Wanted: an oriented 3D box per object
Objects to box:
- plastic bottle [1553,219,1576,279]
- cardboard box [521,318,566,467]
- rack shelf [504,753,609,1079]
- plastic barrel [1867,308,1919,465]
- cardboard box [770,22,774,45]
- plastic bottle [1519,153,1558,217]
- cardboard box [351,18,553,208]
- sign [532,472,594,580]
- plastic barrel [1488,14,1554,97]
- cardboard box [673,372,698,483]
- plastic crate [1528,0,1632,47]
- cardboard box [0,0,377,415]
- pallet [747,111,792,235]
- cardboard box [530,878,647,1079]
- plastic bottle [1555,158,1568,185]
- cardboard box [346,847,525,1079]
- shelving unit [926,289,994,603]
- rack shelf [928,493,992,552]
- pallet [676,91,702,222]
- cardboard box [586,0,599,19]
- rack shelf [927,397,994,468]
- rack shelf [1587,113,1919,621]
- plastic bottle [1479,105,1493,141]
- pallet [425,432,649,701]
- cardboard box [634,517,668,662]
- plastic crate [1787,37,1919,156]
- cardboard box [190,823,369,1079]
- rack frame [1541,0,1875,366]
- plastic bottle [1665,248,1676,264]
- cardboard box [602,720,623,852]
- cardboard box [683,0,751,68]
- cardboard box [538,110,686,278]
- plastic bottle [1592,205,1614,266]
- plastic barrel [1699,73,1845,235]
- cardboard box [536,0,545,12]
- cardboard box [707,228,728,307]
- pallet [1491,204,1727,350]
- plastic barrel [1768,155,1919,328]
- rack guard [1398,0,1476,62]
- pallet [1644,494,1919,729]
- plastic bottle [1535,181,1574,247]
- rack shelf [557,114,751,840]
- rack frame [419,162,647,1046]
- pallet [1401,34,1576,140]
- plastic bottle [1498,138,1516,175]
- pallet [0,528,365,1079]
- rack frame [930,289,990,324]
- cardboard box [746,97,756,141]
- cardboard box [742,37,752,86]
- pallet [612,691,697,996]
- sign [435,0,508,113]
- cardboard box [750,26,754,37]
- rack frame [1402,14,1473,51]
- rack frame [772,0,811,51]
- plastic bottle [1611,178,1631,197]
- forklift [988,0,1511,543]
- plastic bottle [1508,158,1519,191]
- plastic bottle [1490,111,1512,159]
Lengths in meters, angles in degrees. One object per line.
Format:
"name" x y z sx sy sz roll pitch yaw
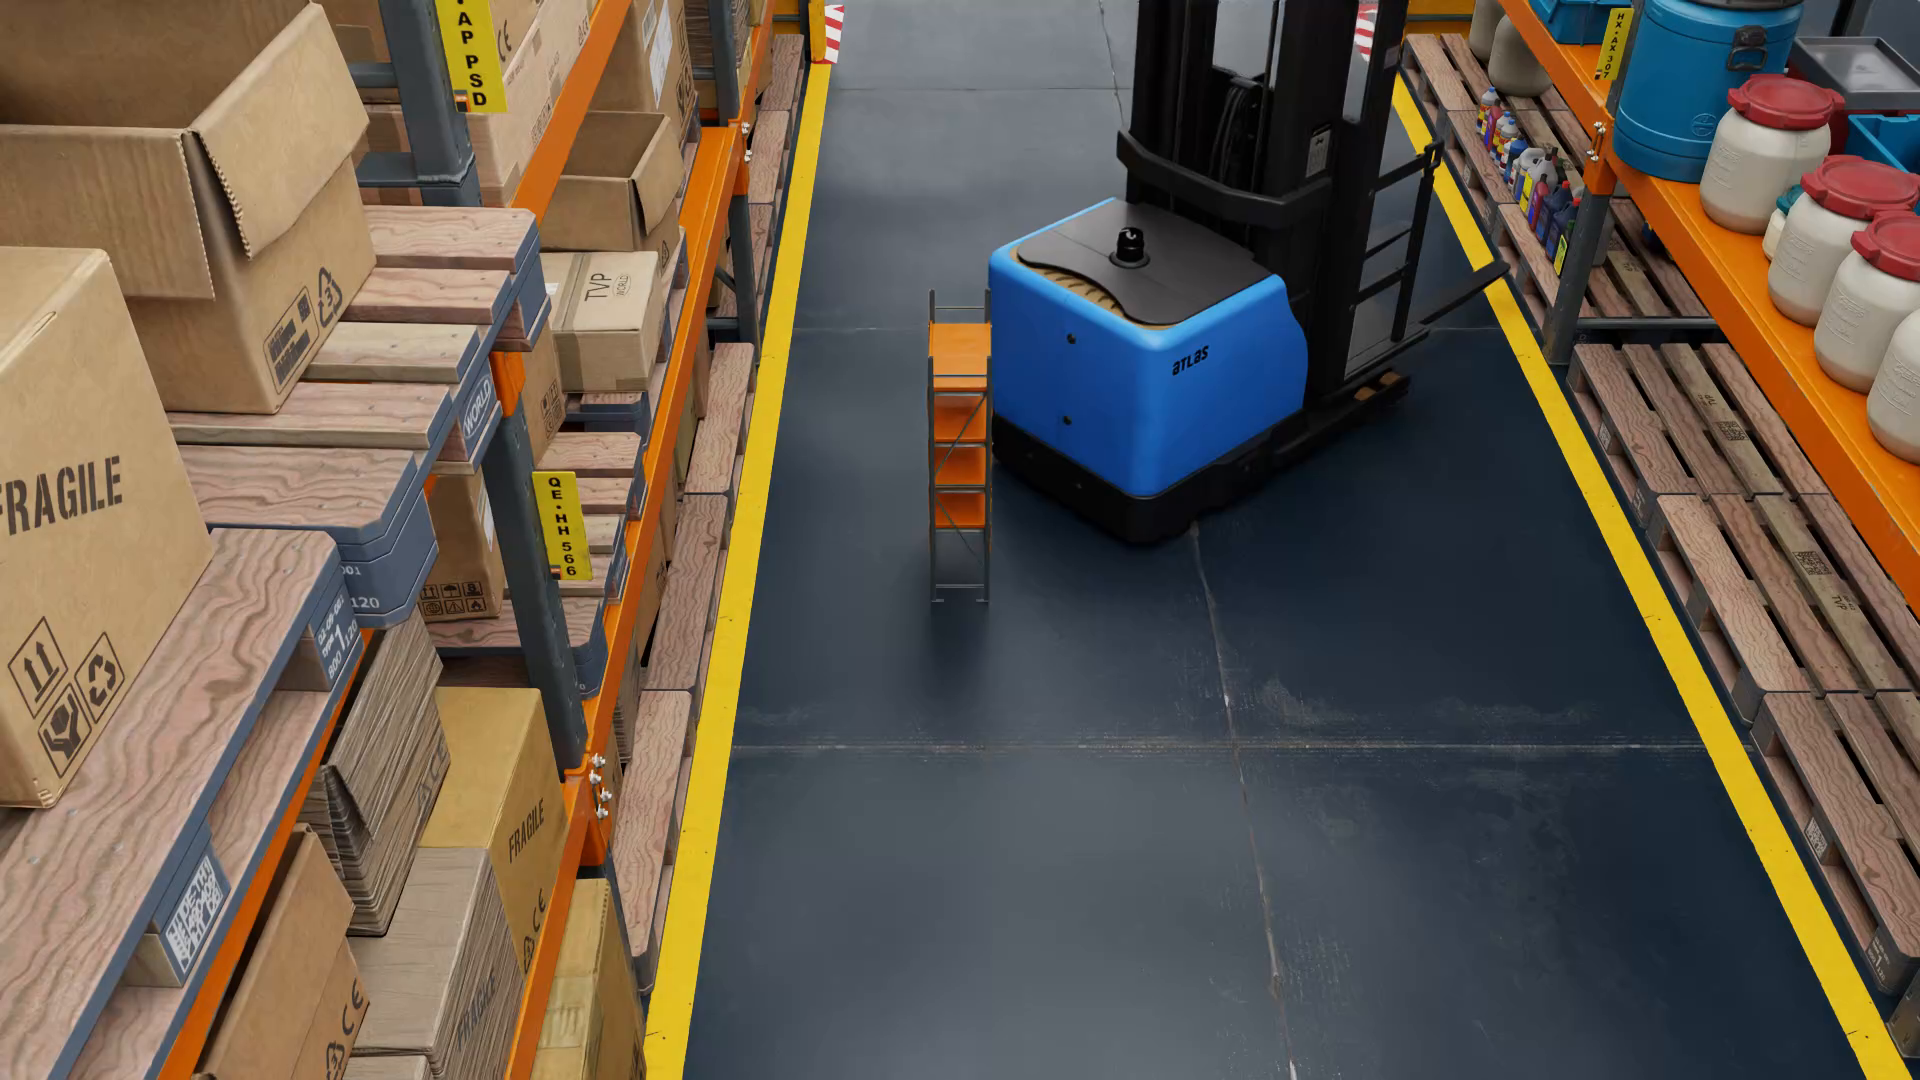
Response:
"plastic bottle" 3.118 -1.493 8.535 0.061 0.283 0.133 2 39 2
"cardboard box" -1.641 -0.465 5.016 0.700 0.500 0.500 5 39 7
"rack shelf" -1.498 1.956 2.986 1.077 0.370 4.000 0 39 0
"plastic barrel" 3.238 -0.530 5.423 0.421 0.512 0.421 0 39 0
"cardboard box" -1.525 -3.376 10.728 0.500 0.500 0.500 7 39 8
"plastic bottle" 3.159 -1.943 9.043 0.144 0.351 0.185 0 39 0
"cardboard box" -1.246 -0.982 3.798 0.500 0.250 0.500 1 39 1
"sign" -0.945 -0.030 3.963 0.100 0.325 0.005 0 39 0
"plastic barrel" 3.522 -3.050 10.311 0.421 0.512 0.421 0 39 0
"cardboard box" -1.544 -0.591 7.236 0.700 0.500 0.500 0 39 0
"plastic crate" 3.176 -2.715 8.358 0.499 0.251 0.616 0 39 0
"cardboard box" -1.427 -0.569 2.744 0.797 0.503 0.637 2 39 3
"pallet" -1.545 -2.174 9.794 1.003 0.211 1.213 0 39 0
"cardboard box" -1.520 1.521 4.317 1.225 0.875 0.875 -2 39 -2
"plastic bottle" 3.261 -1.933 9.084 0.061 0.283 0.133 0 39 0
"cardboard box" -1.257 1.005 3.517 0.500 0.500 0.500 0 39 0
"shelving unit" 0.000 -0.365 6.746 0.258 1.200 0.503 0 39 0
"rack shelf" 0.000 -0.157 6.912 0.258 0.148 0.480 0 39 0
"pallet" -1.649 -1.524 6.907 1.003 0.211 1.213 0 39 0
"cardboard box" -1.256 -1.624 4.600 0.500 0.250 0.500 1 39 1
"rack shelf" 0.000 -0.487 6.648 0.258 0.148 0.480 0 39 0
"rack shelf" 3.451 -0.549 6.112 1.077 0.370 4.000 0 39 0
"plastic bottle" 3.134 -2.463 9.811 0.097 0.201 0.097 0 39 0
"pallet" -1.607 0.054 4.938 1.213 0.211 1.003 0 39 0
"cardboard box" -1.542 0.108 6.364 0.700 0.500 0.500 3 39 4
"plastic crate" 3.755 -1.803 7.050 0.402 0.464 0.583 0 39 0
"cardboard box" -1.517 0.859 2.898 0.797 0.503 0.637 1 39 1
"rack frame" 3.448 -2.081 7.448 1.000 3.000 0.127 0 39 0
"plastic bottle" 3.752 -1.594 8.660 0.061 0.283 0.133 0 39 0
"cardboard box" -1.521 0.809 5.489 0.700 0.500 0.500 -2 39 -2
"cardboard box" -1.443 -2.514 7.670 0.875 0.500 0.500 0 39 0
"cardboard box" -1.410 -1.197 5.927 0.797 0.503 0.637 4 39 5
"plastic bottle" 3.304 -1.621 8.641 0.144 0.351 0.185 0 39 0
"plastic barrel" 3.230 -1.535 6.659 0.433 0.535 0.433 0 39 0
"cardboard box" -1.240 -1.592 3.959 0.500 0.500 0.500 0 39 0
"cardboard box" -1.465 -1.516 8.406 0.500 0.500 0.500 -1 39 -1
"pallet" 3.489 -1.413 8.844 1.003 0.211 1.213 0 39 0
"plastic barrel" 3.231 -1.077 6.086 0.433 0.535 0.433 0 39 0
"rack guard" 3.491 -3.559 11.292 1.175 0.500 0.348 0 39 0
"pallet" 3.492 0.263 6.753 1.003 0.211 1.213 0 39 0
"plastic bottle" 3.159 -1.741 8.791 0.144 0.351 0.185 -2 39 -2
"rack shelf" -1.502 -0.546 6.108 1.077 0.370 4.000 0 39 0
"rack frame" -1.500 0.424 4.322 1.000 3.000 0.127 0 39 0
"pallet" 3.486 -2.938 10.748 1.003 0.211 1.213 0 39 0
"plastic bottle" 3.135 -2.189 9.469 0.097 0.201 0.097 0 39 0
"pallet" -1.442 0.429 2.068 1.003 0.211 1.213 2 39 2
"rack frame" 0.000 -0.517 6.936 0.240 1.200 0.015 0 39 0
"cardboard box" -1.508 -2.611 9.773 0.500 0.500 0.500 3 39 4
"cardboard box" -1.191 -2.270 7.885 0.380 0.149 0.250 0 39 0
"pallet" -1.499 1.024 5.804 1.003 0.211 1.213 0 39 0
"sign" -0.945 -0.974 3.192 0.100 0.325 0.005 0 39 0
"cardboard box" -1.229 -2.583 8.275 0.380 0.149 0.250 0 39 0
"rack frame" 3.444 -4.582 10.569 1.000 3.000 0.127 0 39 0
"rack frame" -1.509 -4.579 10.565 1.000 3.000 0.127 0 39 0
"plastic bottle" 3.714 -2.063 9.251 0.152 0.276 0.135 0 39 0
"forklift" 1.535 -1.925 7.308 3.031 2.935 1.130 -30 47 -32
"plastic bottle" 3.135 -2.060 9.308 0.097 0.201 0.097 0 39 0
"plastic bottle" 3.135 -2.341 9.602 0.097 0.271 0.097 0 39 0
